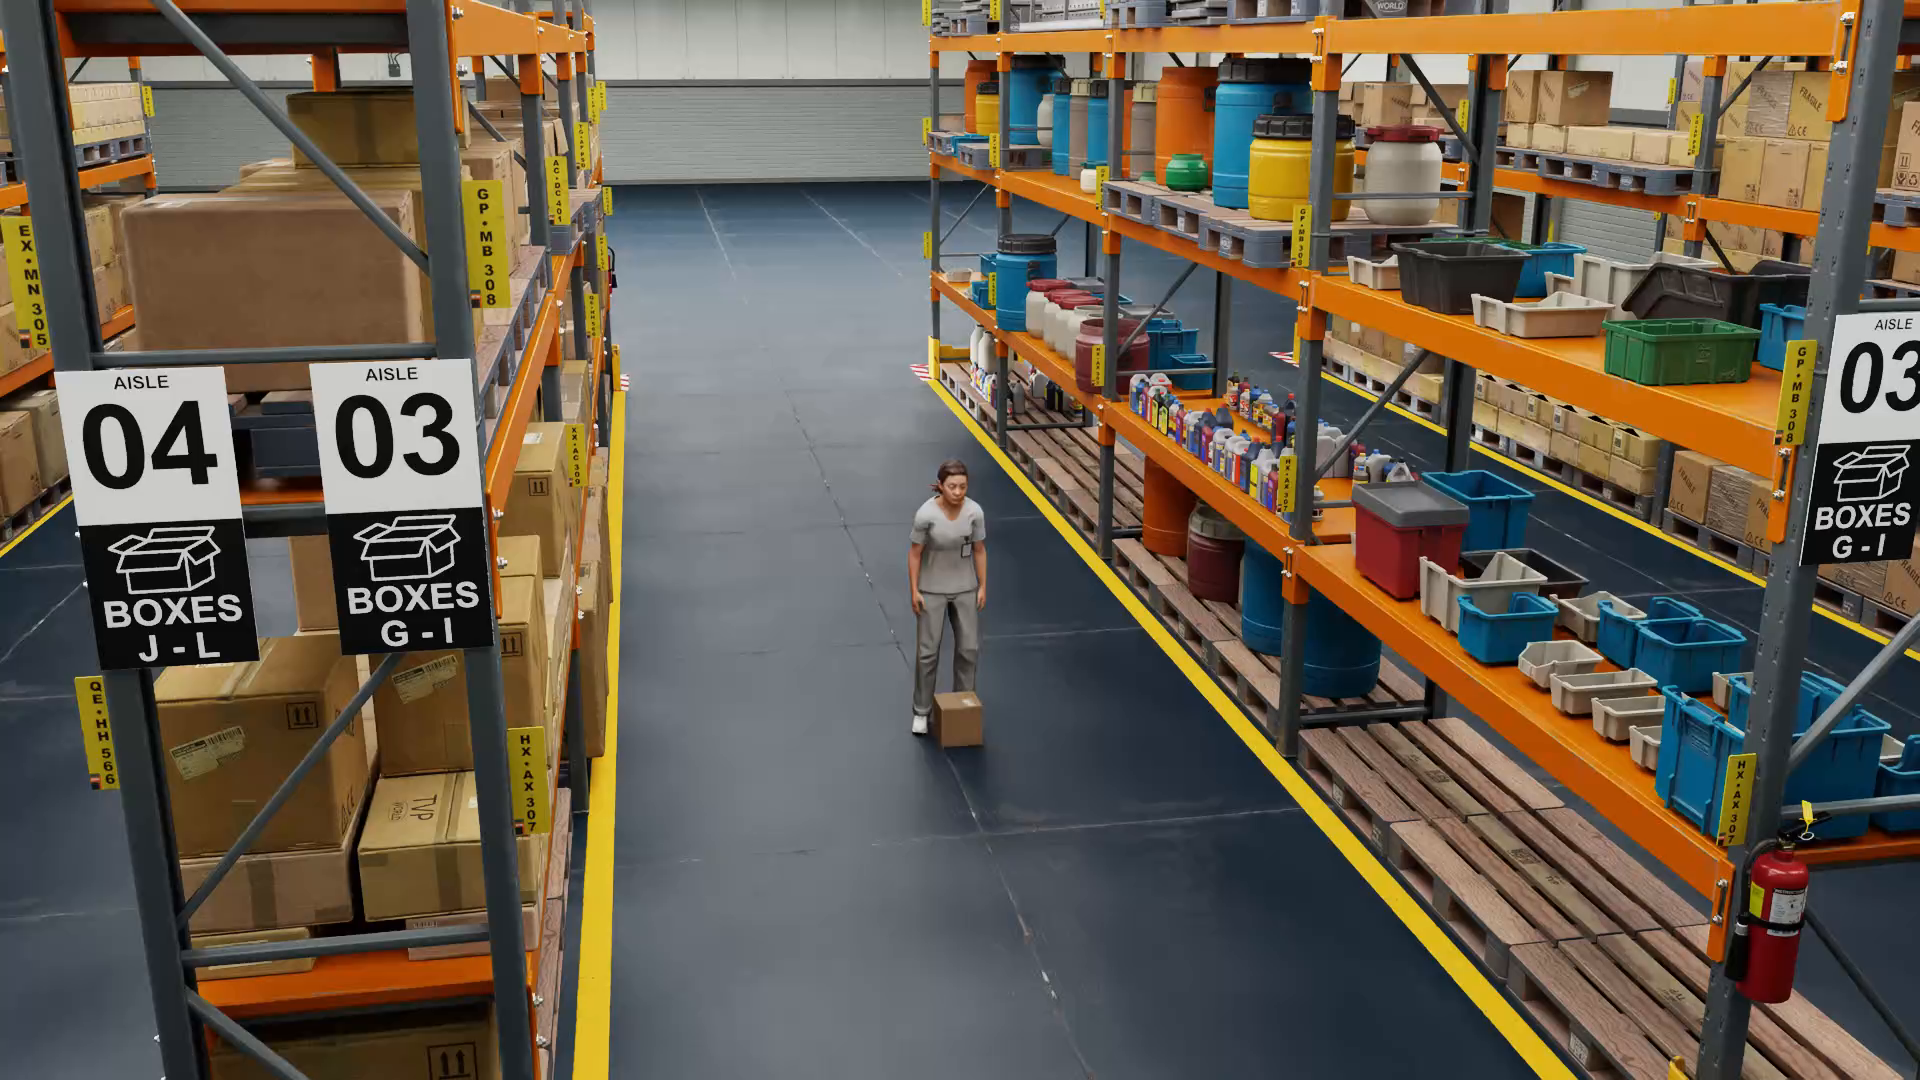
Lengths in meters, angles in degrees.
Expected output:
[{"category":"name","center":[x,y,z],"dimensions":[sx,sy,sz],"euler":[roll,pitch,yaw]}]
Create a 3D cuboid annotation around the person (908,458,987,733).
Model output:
[{"category":"person","center":[-0.071,0.320,9.957],"dimensions":[0.494,1.672,0.361],"euler":[-4,17,-13]}]
